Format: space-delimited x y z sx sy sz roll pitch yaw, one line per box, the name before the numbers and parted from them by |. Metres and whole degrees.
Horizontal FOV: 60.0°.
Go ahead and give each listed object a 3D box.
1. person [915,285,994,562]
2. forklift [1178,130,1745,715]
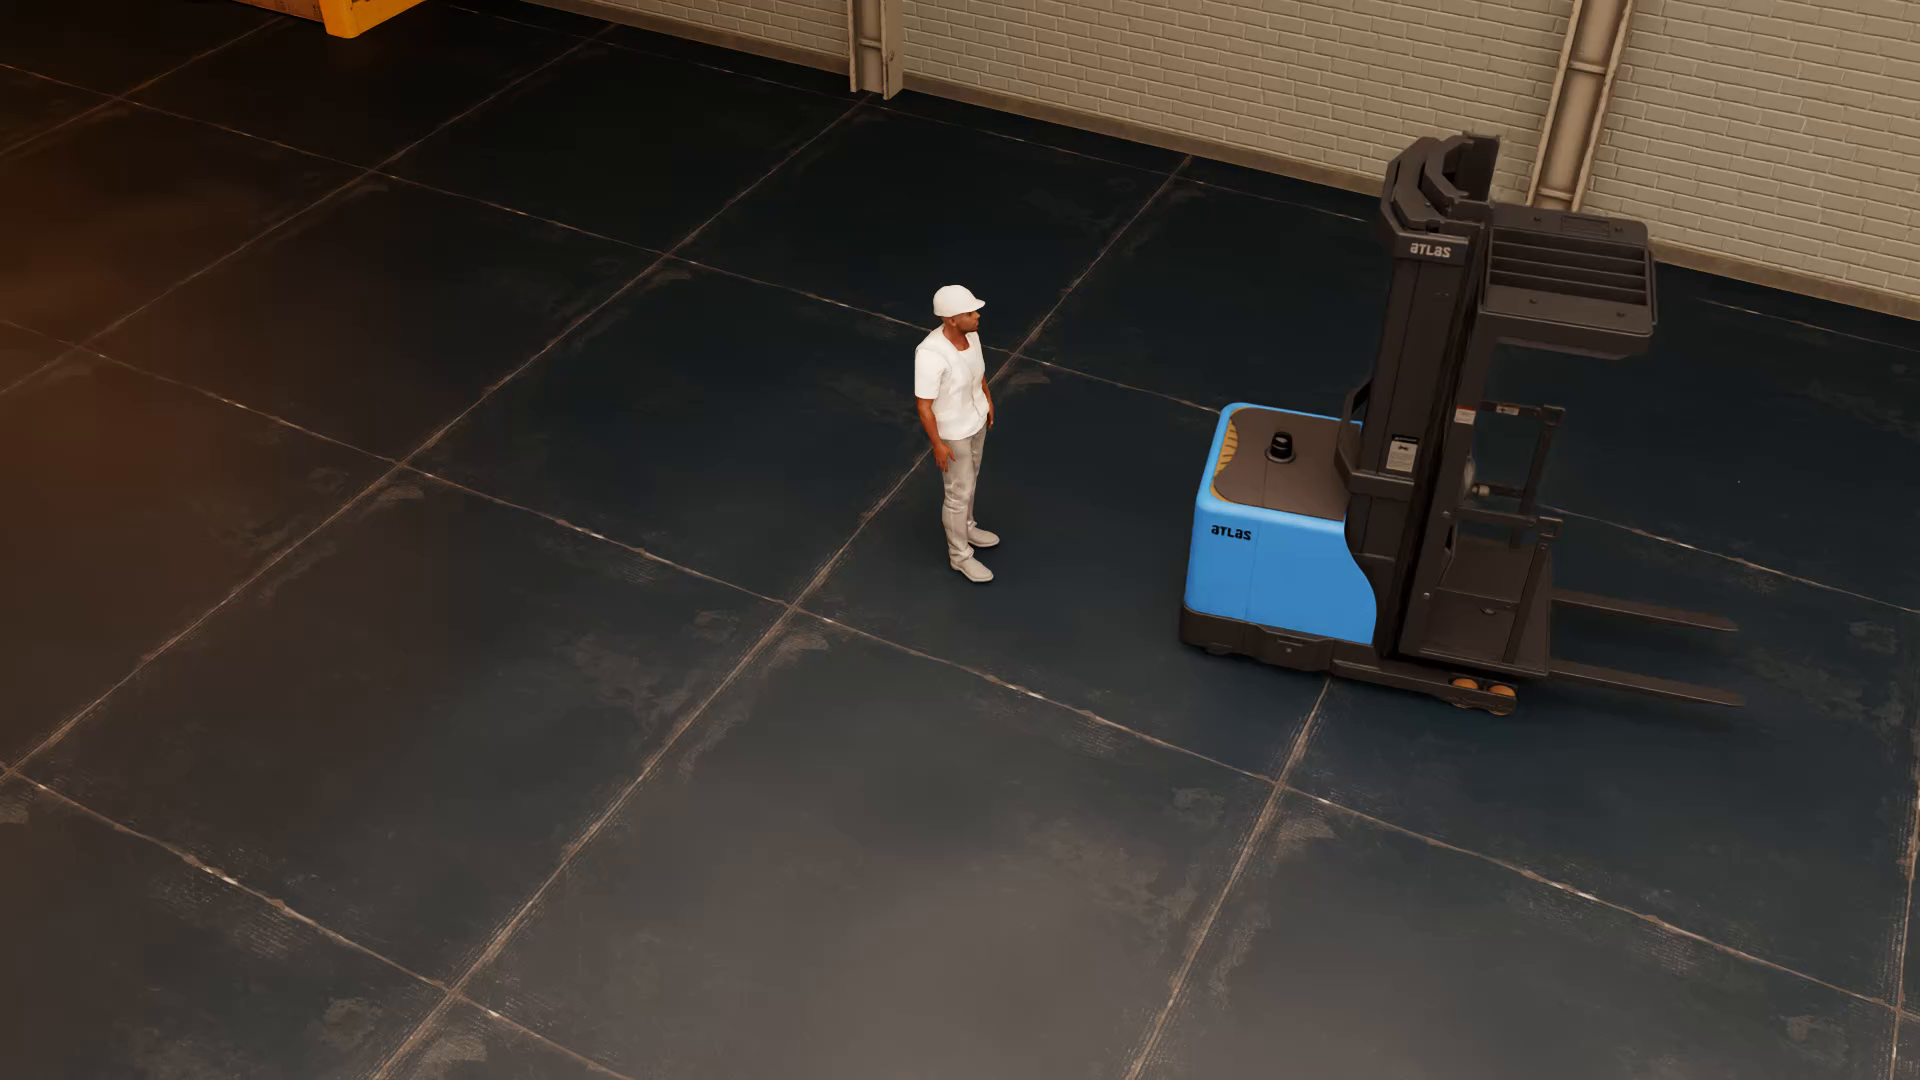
person | -0.011 -0.703 9.668 0.420 1.706 0.665 18 43 21
forklift | 2.826 -0.544 8.632 3.031 2.935 1.130 11 41 12
